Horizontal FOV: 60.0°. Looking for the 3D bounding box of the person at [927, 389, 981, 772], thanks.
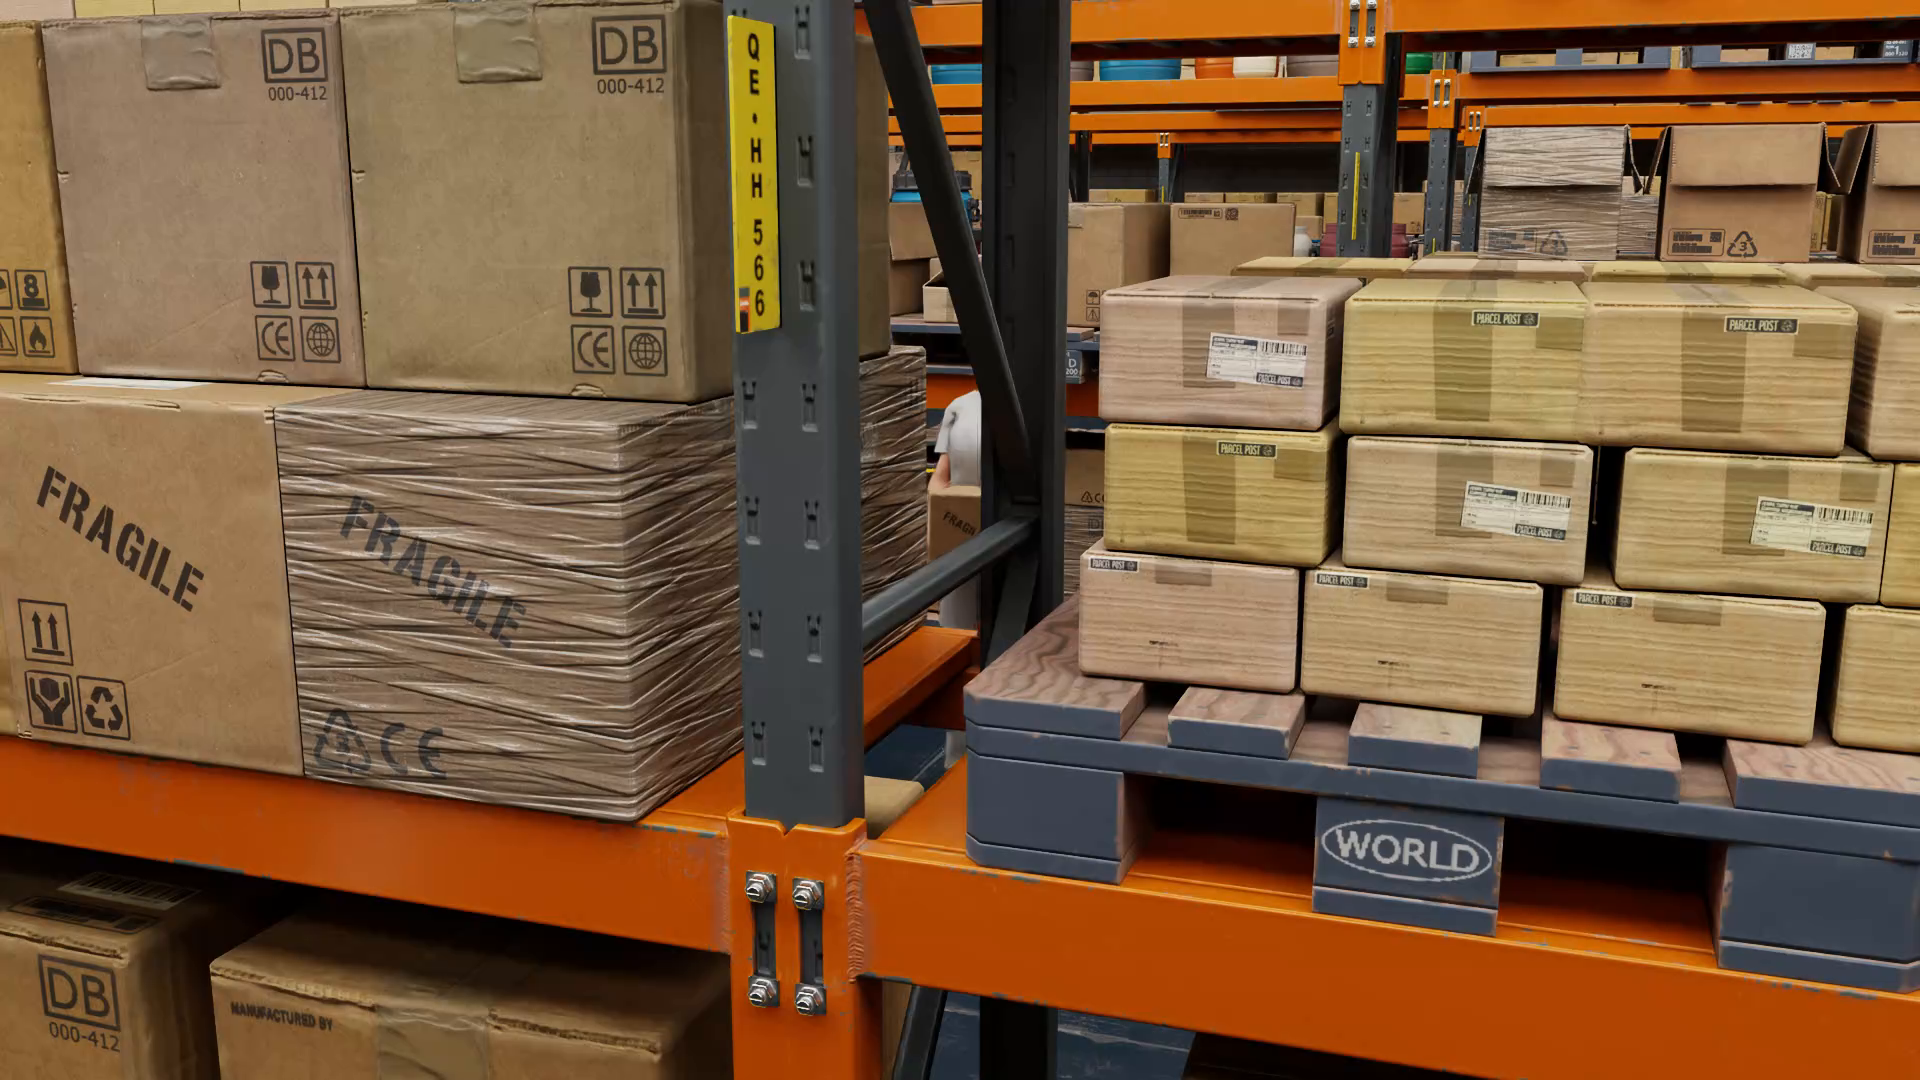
[{"bbox_3d":[0.097,0.098,5.554,0.444,1.650,0.532,5,13,21],"label":"person"}]
